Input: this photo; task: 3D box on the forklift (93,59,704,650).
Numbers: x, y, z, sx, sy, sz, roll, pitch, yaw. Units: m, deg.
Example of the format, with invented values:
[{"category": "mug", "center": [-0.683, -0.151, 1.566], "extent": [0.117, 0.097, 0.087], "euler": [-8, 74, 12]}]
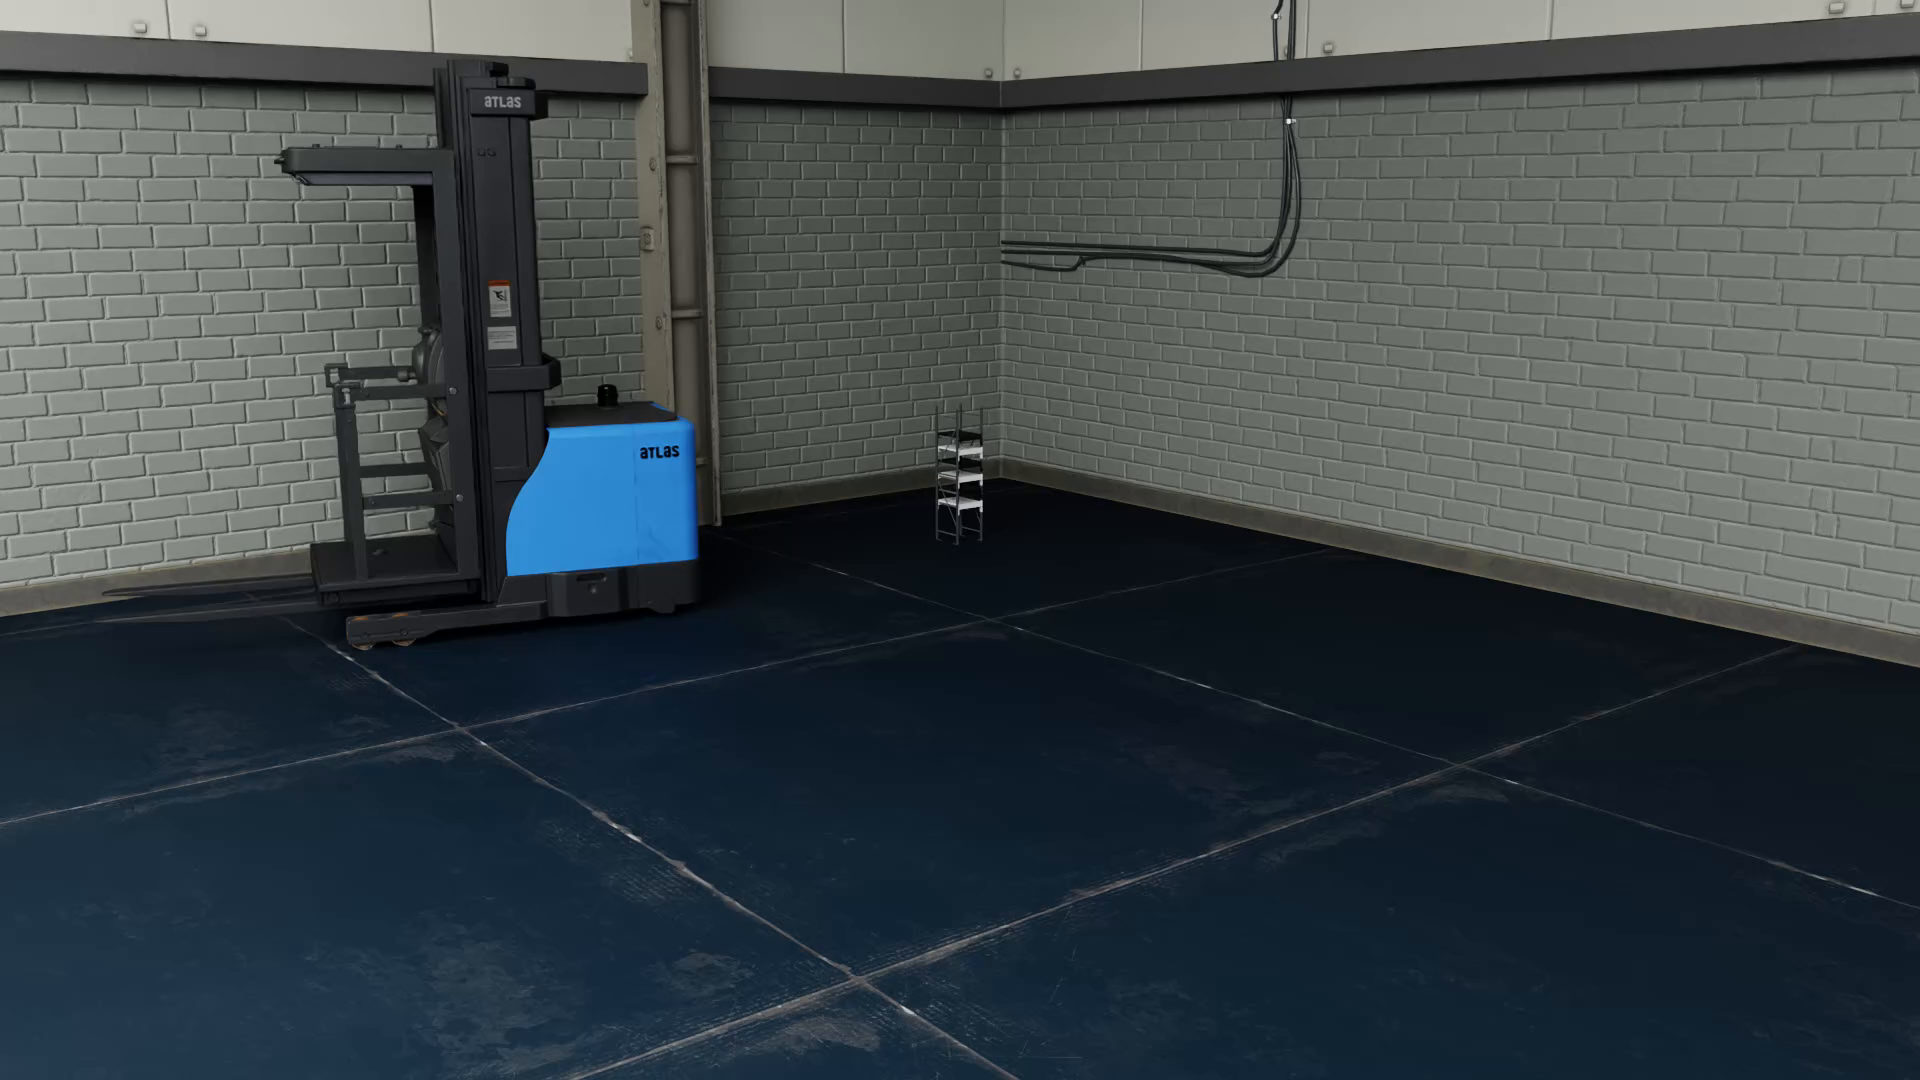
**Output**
[{"category": "forklift", "center": [-2.990, -0.998, 8.774], "extent": [3.031, 2.935, 1.130], "euler": [-5, 13, -22]}]

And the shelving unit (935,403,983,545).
[{"category": "shelving unit", "center": [-0.006, -0.439, 11.030], "extent": [0.210, 0.900, 0.258], "euler": [-9, 15, -38]}]

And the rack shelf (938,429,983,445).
[{"category": "rack shelf", "center": [-0.006, -0.671, 10.981], "extent": [0.200, 0.077, 0.258], "euler": [-9, 15, -38]}]

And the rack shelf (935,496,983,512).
[{"category": "rack shelf", "center": [-0.006, -0.230, 11.075], "extent": [0.200, 0.077, 0.258], "euler": [-9, 15, -38]}]

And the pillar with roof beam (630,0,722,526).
[{"category": "pillar with roof beam", "center": [0.779, -3.808, 7.395], "extent": [0.400, 9.000, 9.100], "euler": [-9, 15, -38]}]

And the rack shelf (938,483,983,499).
[{"category": "rack shelf", "center": [-0.006, -0.318, 11.056], "extent": [0.200, 0.077, 0.258], "euler": [-9, 15, -38]}]

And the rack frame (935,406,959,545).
[{"category": "rack frame", "center": [-0.086, -0.426, 10.968], "extent": [0.006, 0.900, 0.240], "euler": [-9, 15, -38]}]

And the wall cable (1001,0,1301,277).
[{"category": "wall cable", "center": [1.216, -3.155, 11.796], "extent": [0.112, 2.526, 3.097], "euler": [-9, 15, -38]}]

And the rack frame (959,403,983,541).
[{"category": "rack frame", "center": [0.073, -0.452, 11.092], "extent": [0.006, 0.900, 0.240], "euler": [-9, 15, -38]}]

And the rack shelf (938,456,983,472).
[{"category": "rack shelf", "center": [-0.006, -0.495, 11.019], "extent": [0.200, 0.077, 0.258], "euler": [-9, 15, -38]}]

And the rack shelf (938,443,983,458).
[{"category": "rack shelf", "center": [-0.006, -0.583, 11.000], "extent": [0.200, 0.077, 0.258], "euler": [-9, 15, -38]}]

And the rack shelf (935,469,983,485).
[{"category": "rack shelf", "center": [-0.006, -0.407, 11.037], "extent": [0.200, 0.077, 0.258], "euler": [-9, 15, -38]}]
